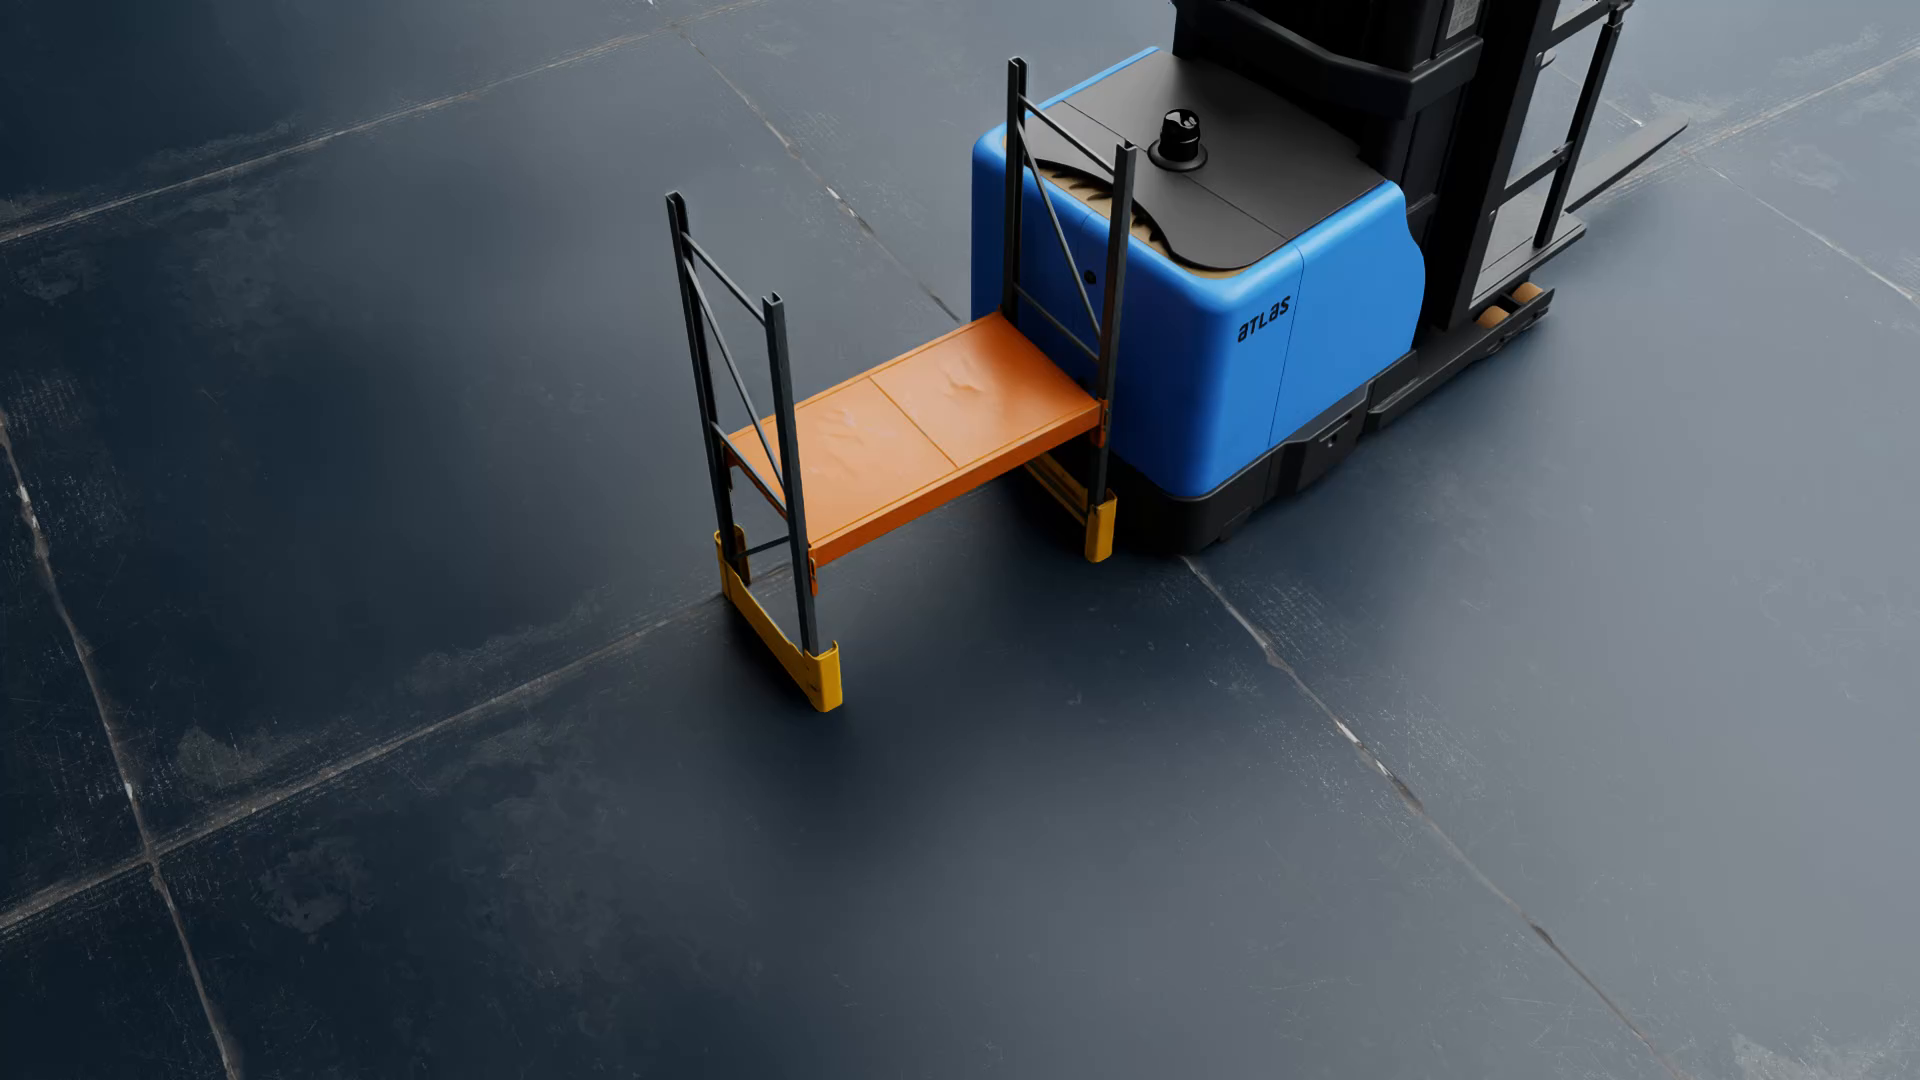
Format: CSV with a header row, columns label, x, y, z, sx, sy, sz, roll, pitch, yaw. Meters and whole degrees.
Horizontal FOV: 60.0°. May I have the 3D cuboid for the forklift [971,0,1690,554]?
label,x,y,z,sx,sy,sz,roll,pitch,yaw
forklift,1.458,-1.892,4.972,3.031,2.935,1.130,-33,56,-26

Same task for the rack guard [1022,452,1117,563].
label,x,y,z,sx,sy,sz,roll,pitch,yaw
rack guard,0.281,-0.201,5.262,0.087,0.250,0.587,-28,54,-22

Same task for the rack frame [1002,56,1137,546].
label,x,y,z,sx,sy,sz,roll,pitch,yaw
rack frame,0.282,-0.617,4.796,0.032,1.500,0.500,-28,54,-22

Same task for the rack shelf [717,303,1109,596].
label,x,y,z,sx,sy,sz,roll,pitch,yaw
rack shelf,-0.134,-0.280,4.736,1.000,0.185,0.538,-28,54,-22

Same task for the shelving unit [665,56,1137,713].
label,x,y,z,sx,sy,sz,roll,pitch,yaw
shelving unit,-0.127,-0.403,4.605,1.083,1.500,0.587,-28,54,-22

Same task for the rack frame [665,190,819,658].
label,x,y,z,sx,sy,sz,roll,pitch,yaw
rack frame,-0.550,-0.182,4.407,0.032,1.500,0.500,-28,54,-22

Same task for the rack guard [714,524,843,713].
label,x,y,z,sx,sy,sz,roll,pitch,yaw
rack guard,-0.535,0.226,4.882,0.087,0.250,0.587,-28,54,-22
